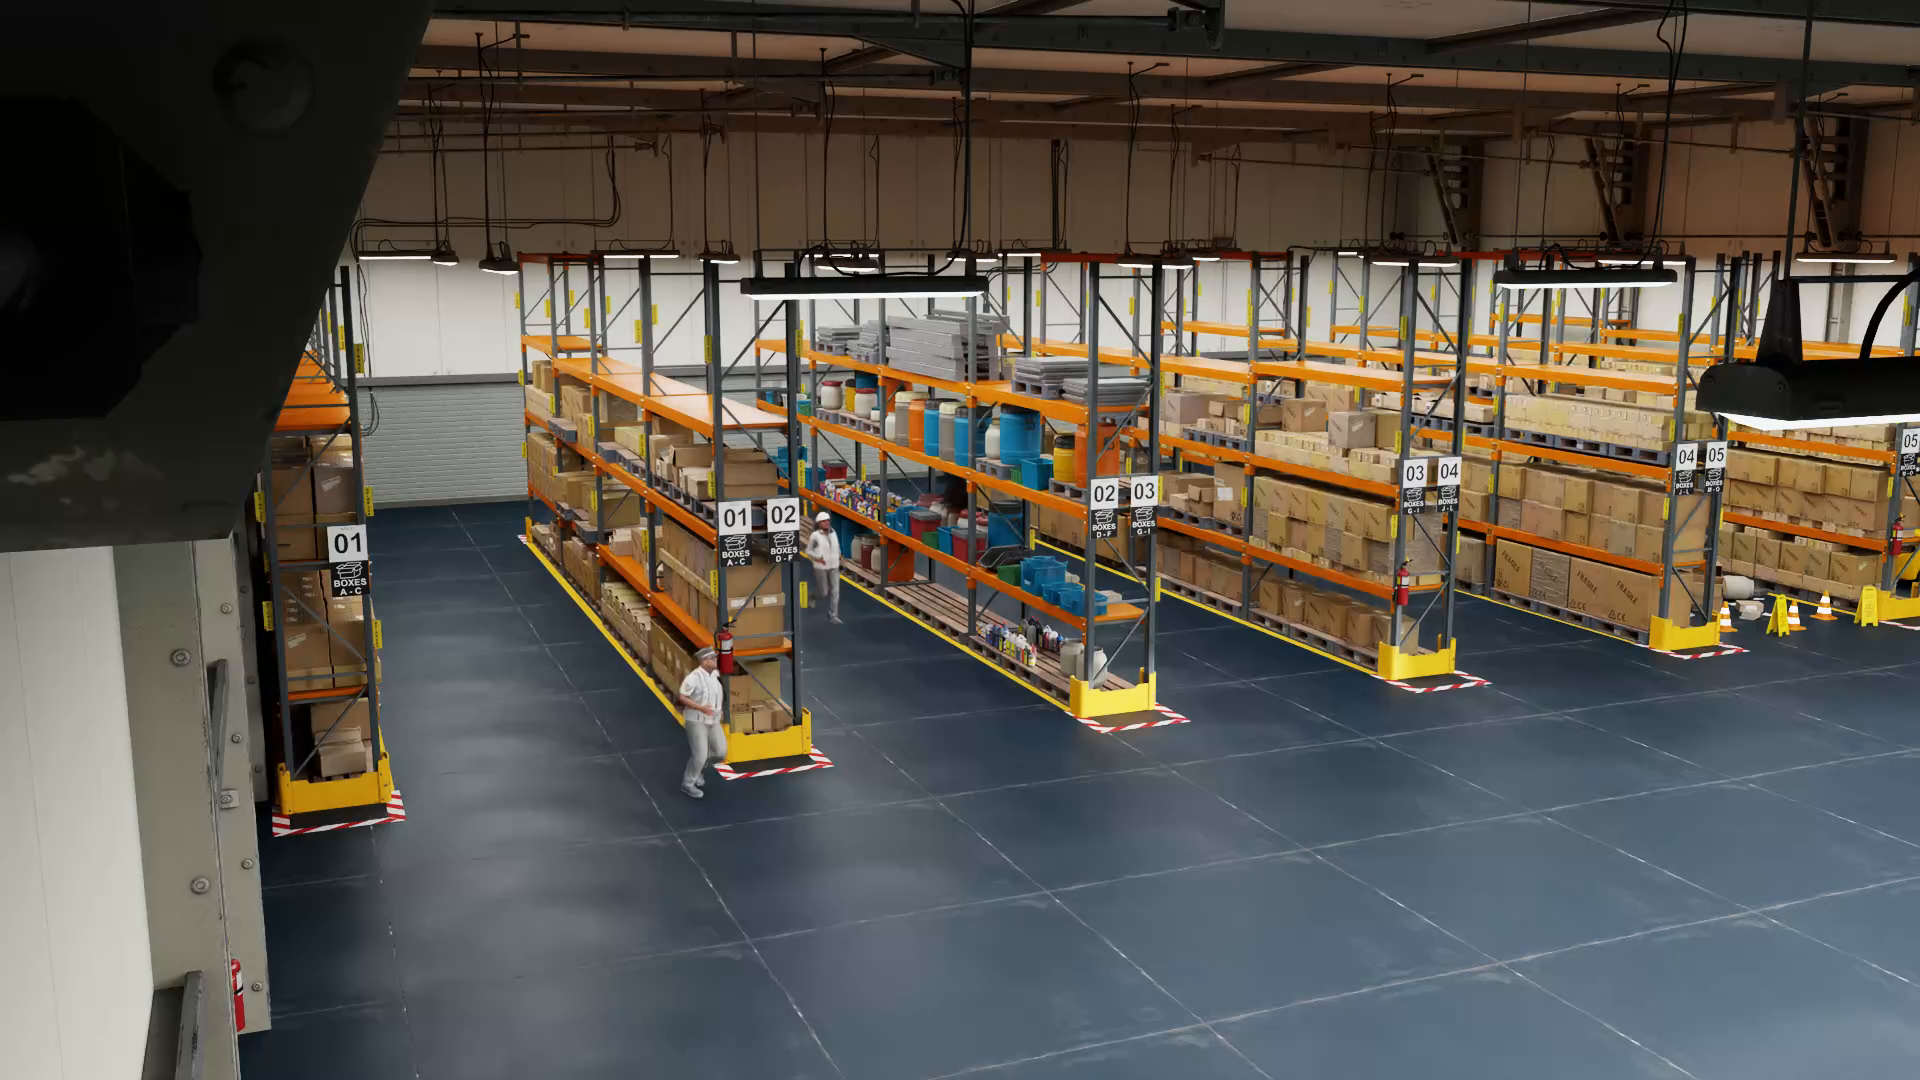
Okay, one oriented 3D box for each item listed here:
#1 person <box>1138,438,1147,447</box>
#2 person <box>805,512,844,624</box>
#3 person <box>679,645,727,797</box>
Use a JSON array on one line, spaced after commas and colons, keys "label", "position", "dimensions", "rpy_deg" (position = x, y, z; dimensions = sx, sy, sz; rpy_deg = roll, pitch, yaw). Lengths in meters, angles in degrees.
[{"label": "person", "position": [4.145, -1.564, 38.589], "dimensions": [0.671, 1.797, 1.001], "rpy_deg": [-2, 11, -12]}, {"label": "person", "position": [-2.109, 0.428, 26.264], "dimensions": [0.677, 1.748, 0.896], "rpy_deg": [-7, 12, -33]}, {"label": "person", "position": [-2.901, 2.052, 19.106], "dimensions": [0.548, 1.706, 0.657], "rpy_deg": [7, 13, 35]}]
